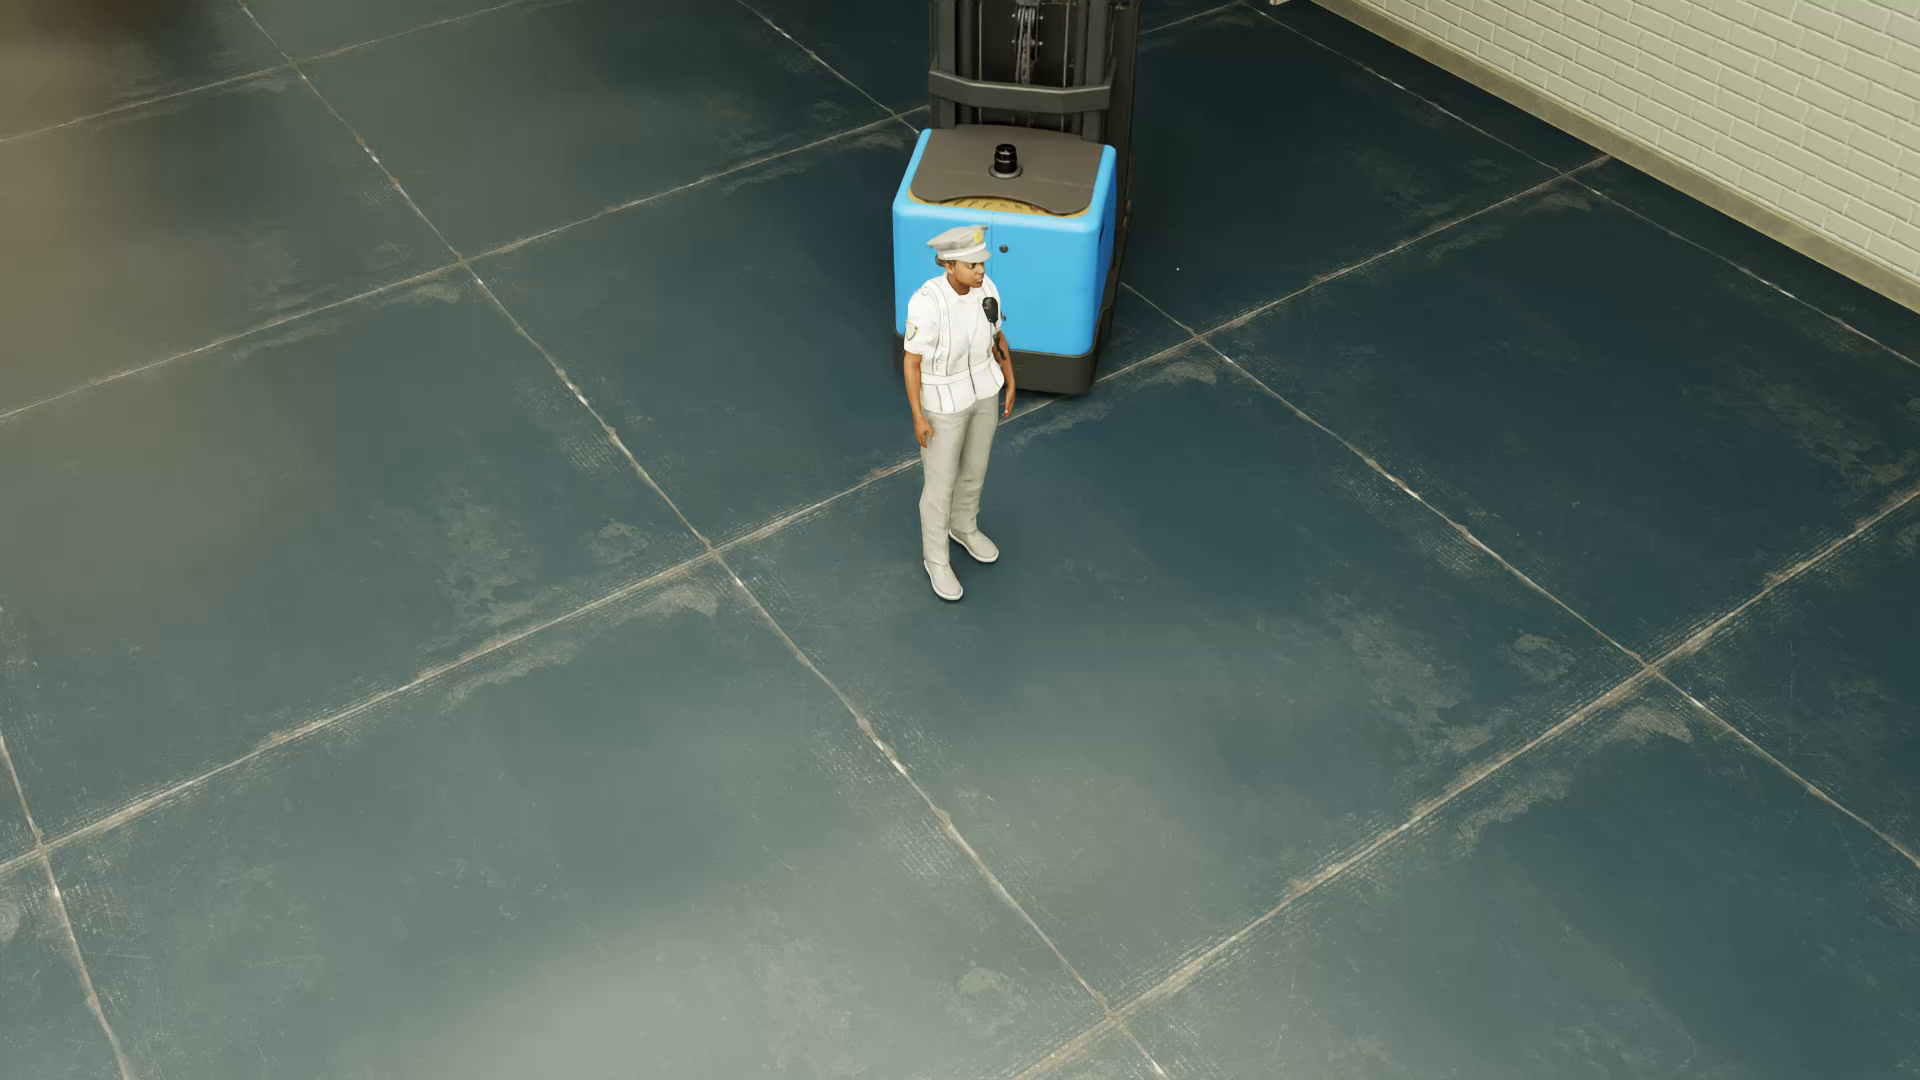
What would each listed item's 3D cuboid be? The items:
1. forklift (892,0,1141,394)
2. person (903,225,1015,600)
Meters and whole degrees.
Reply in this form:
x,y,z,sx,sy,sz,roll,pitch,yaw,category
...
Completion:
x,y,z,sx,sy,sz,roll,pitch,yaw,category
0.426,-2.838,8.795,1.130,2.935,3.031,7,43,8,forklift
0.027,-0.578,7.246,0.569,1.693,0.528,-25,48,-25,person
